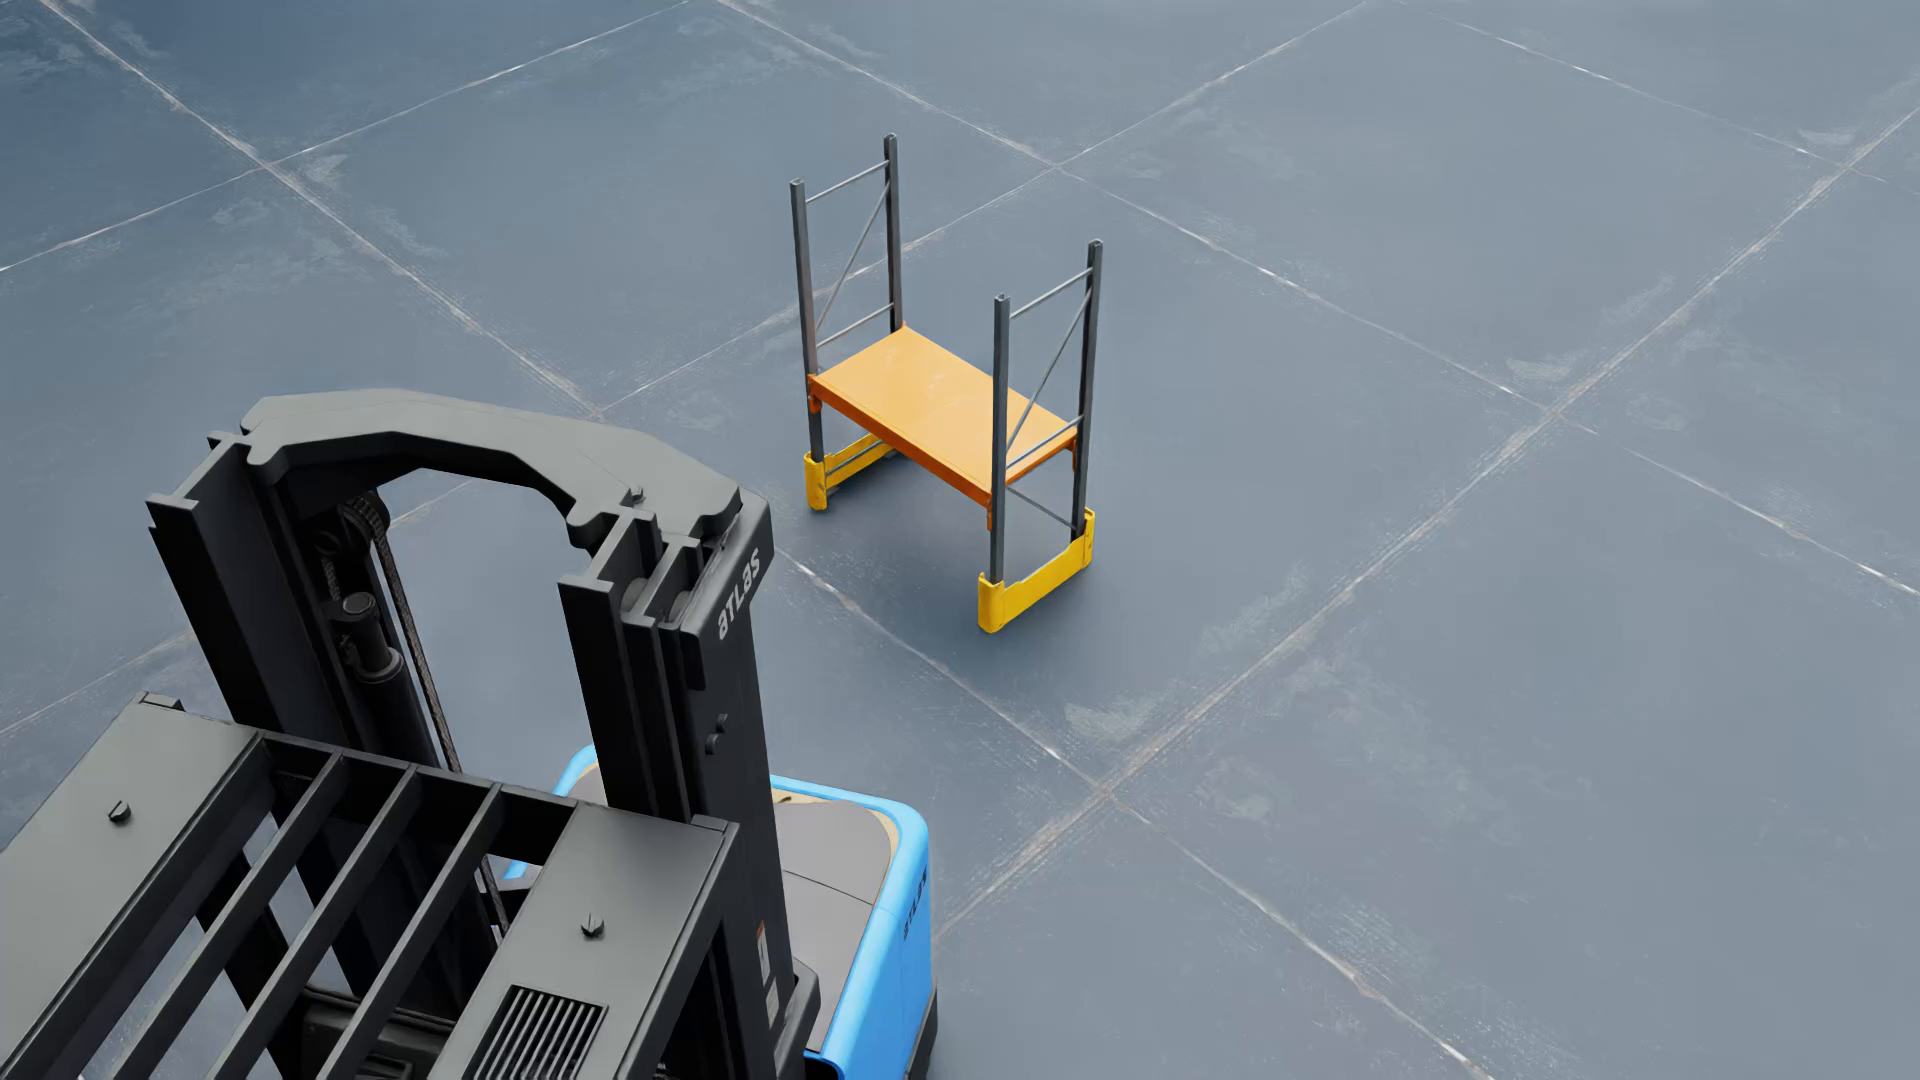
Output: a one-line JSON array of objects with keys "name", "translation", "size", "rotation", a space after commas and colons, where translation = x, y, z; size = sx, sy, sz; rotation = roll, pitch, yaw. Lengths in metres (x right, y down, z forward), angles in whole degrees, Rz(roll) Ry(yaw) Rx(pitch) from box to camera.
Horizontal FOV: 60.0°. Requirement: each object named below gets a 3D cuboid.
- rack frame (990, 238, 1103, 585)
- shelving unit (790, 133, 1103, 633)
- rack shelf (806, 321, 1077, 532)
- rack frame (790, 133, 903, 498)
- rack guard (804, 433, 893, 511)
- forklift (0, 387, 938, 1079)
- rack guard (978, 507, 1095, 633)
[{"name": "rack frame", "translation": [0.299, -0.348, 6.021], "size": [0.500, 1.500, 0.032], "rotation": [-34, 53, -31]}, {"name": "shelving unit", "translation": [-0.054, -0.587, 6.281], "size": [0.587, 1.500, 1.083], "rotation": [-34, 53, -31]}, {"name": "rack shelf", "translation": [-0.060, -0.460, 6.407], "size": [0.538, 0.185, 1.000], "rotation": [-34, 53, -31]}, {"name": "rack frame", "translation": [-0.419, -0.836, 6.550], "size": [0.500, 1.500, 0.032], "rotation": [-34, 53, -31]}, {"name": "rack guard", "translation": [-0.406, -0.368, 6.964], "size": [0.587, 0.250, 0.087], "rotation": [-34, 53, -31]}, {"name": "forklift", "translation": [-0.945, 1.302, 3.181], "size": [1.130, 2.935, 3.031], "rotation": [10, 44, 11]}, {"name": "rack guard", "translation": [0.298, 0.111, 6.446], "size": [0.587, 0.250, 0.087], "rotation": [-34, 53, -31]}]
